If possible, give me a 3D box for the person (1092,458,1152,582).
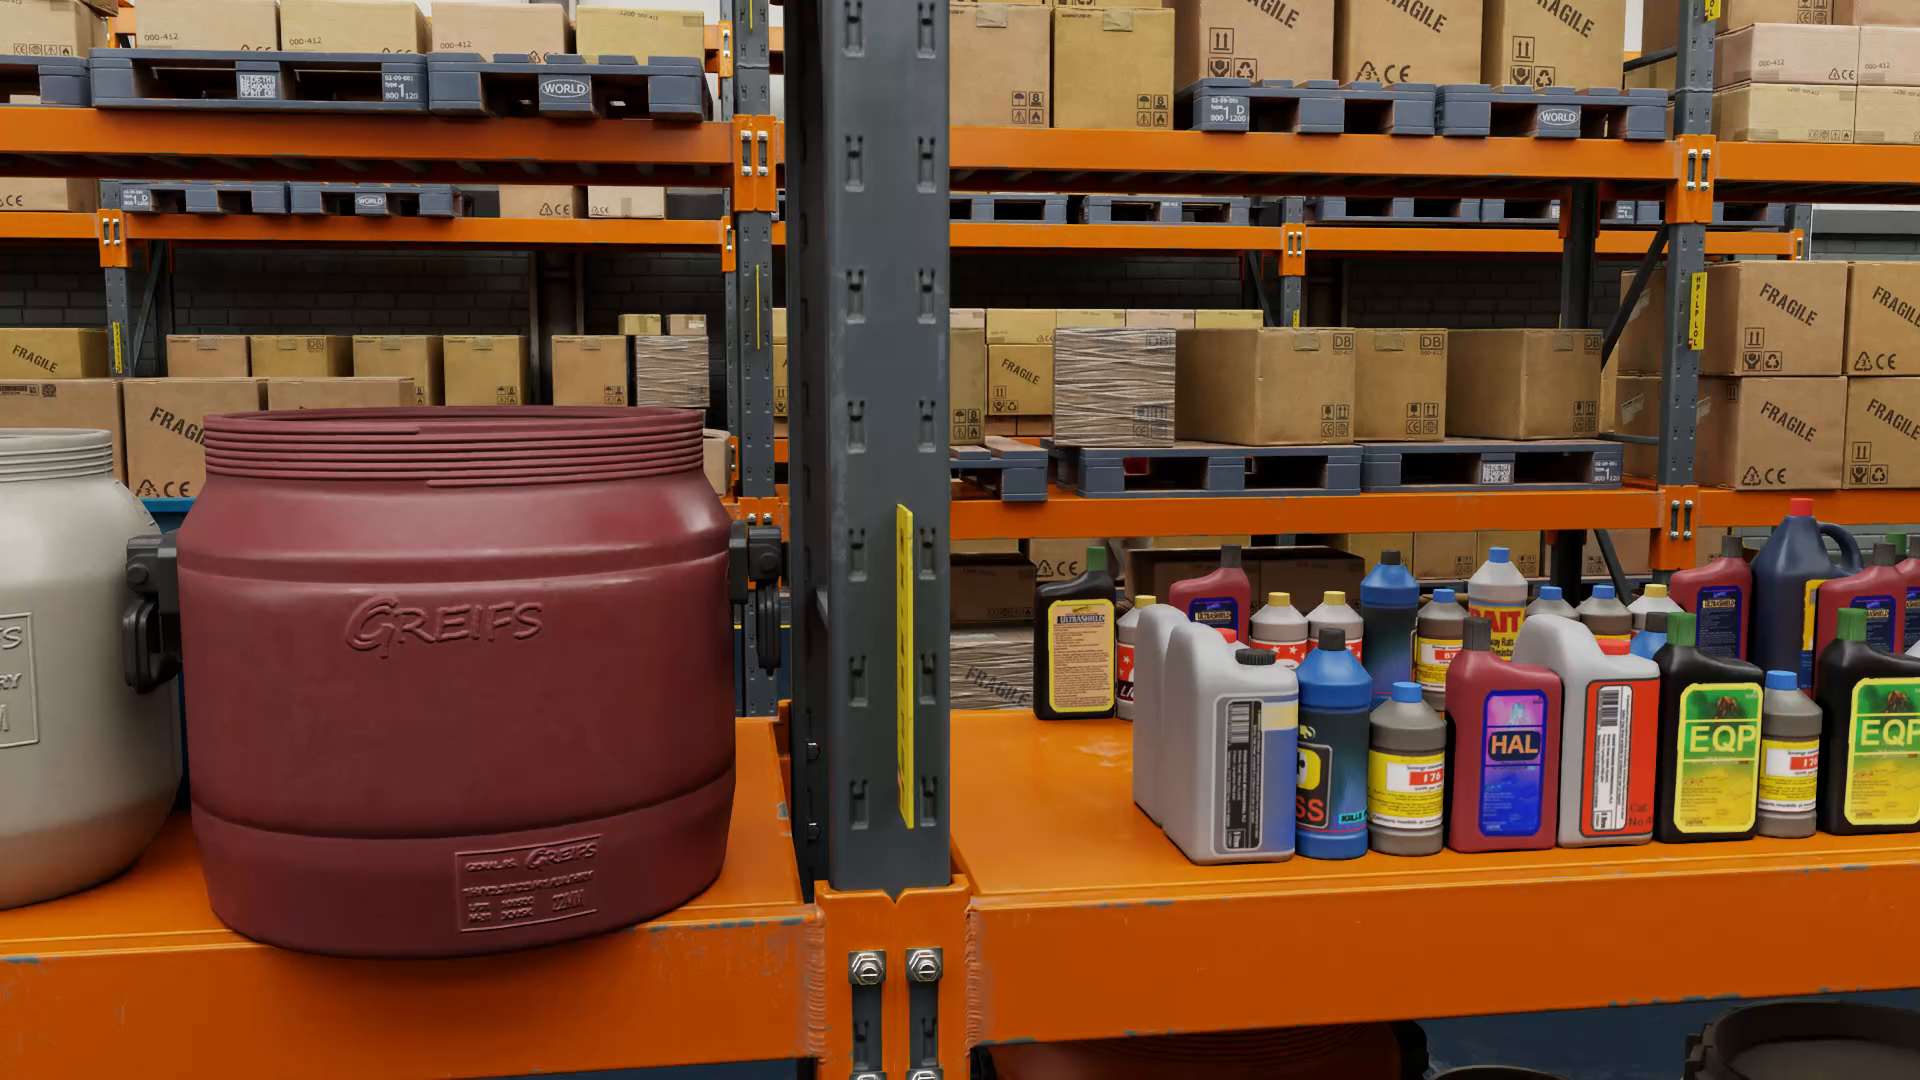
[{"bbox_3d":[1.059,-0.148,10.501,0.778,1.708,0.572,-1,7,-8],"label":"person"}]
